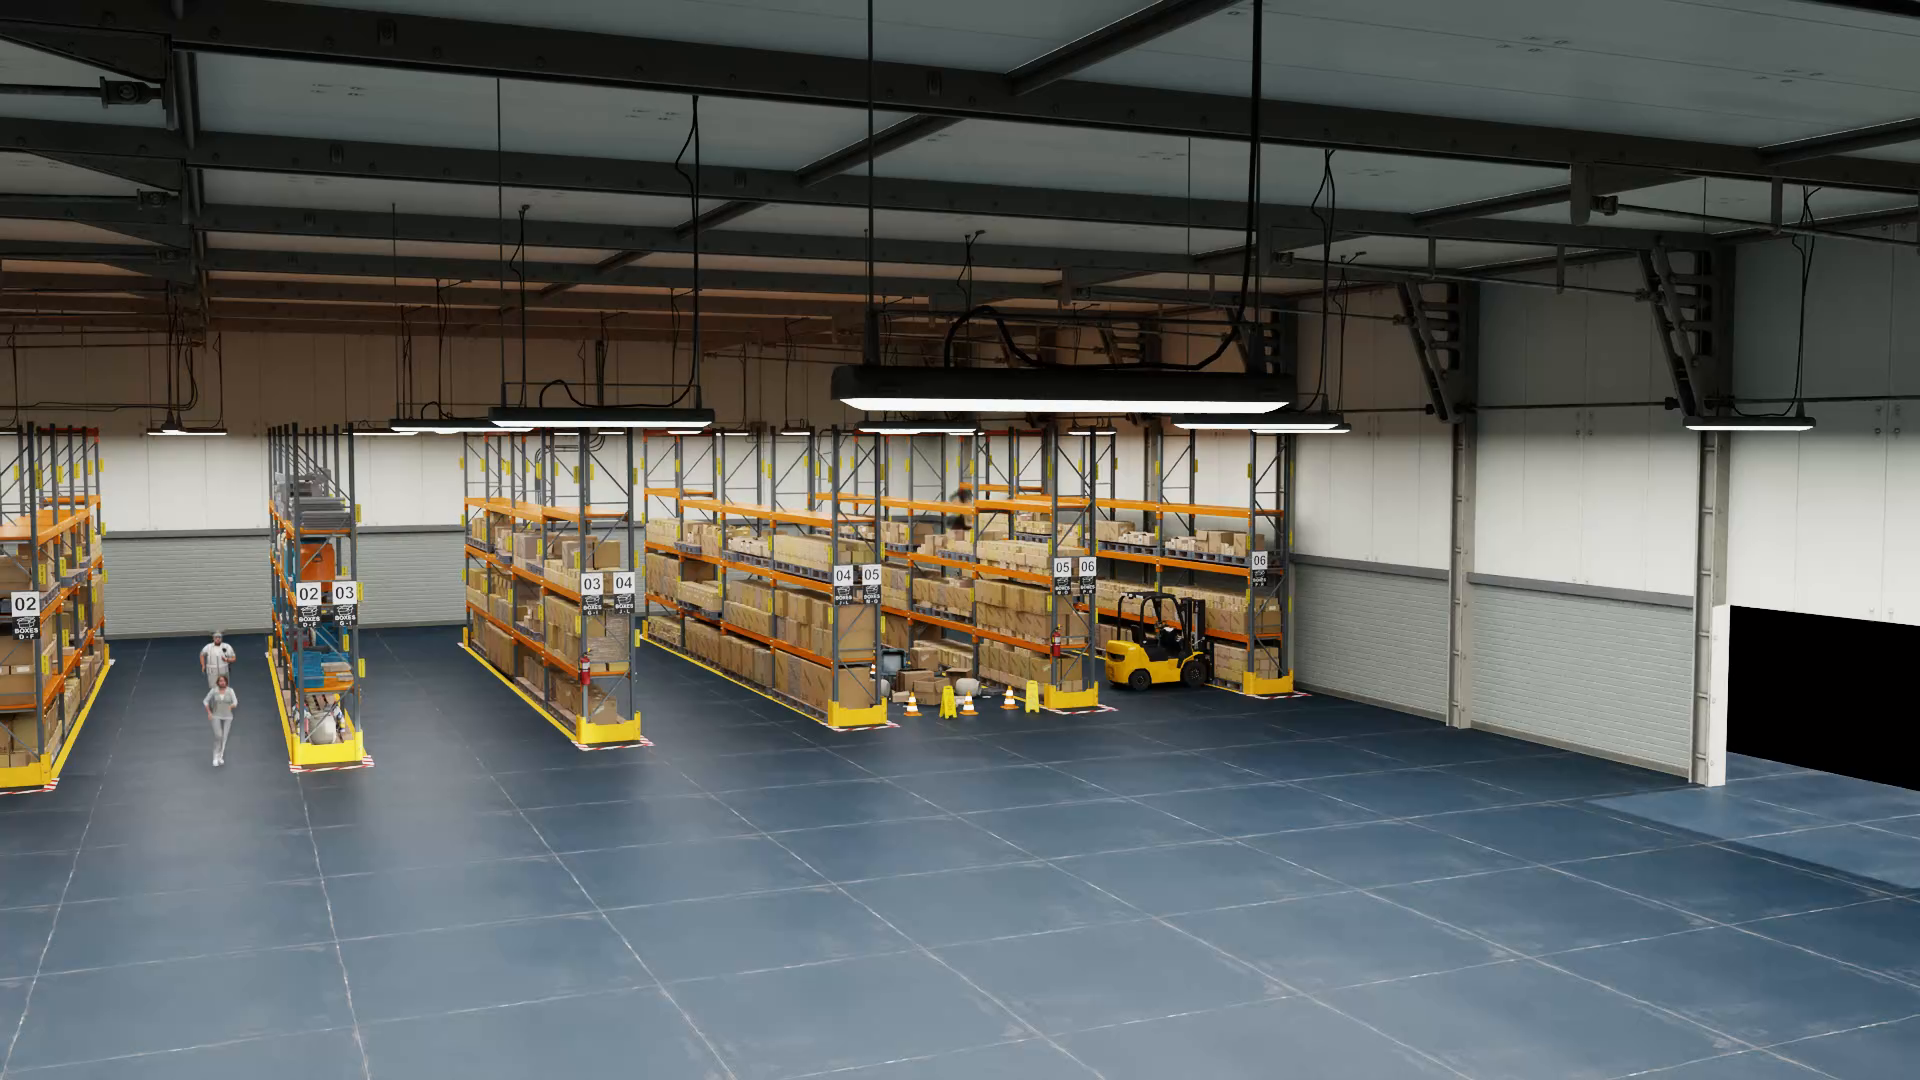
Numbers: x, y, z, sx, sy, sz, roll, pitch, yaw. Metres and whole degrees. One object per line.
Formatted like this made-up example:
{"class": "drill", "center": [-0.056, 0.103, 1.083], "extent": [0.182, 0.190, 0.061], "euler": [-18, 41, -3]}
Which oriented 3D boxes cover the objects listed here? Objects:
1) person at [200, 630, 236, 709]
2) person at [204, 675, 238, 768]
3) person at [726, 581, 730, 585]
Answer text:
{"class": "person", "center": [-15.215, 2.728, 34.118], "extent": [0.662, 1.768, 0.968], "euler": [-2, 4, -28]}
{"class": "person", "center": [-12.935, 3.162, 29.160], "extent": [0.537, 1.598, 0.545], "euler": [-2, 4, -32]}
{"class": "person", "center": [-6.604, 1.994, 47.322], "extent": [0.643, 1.674, 0.576], "euler": [-2, 4, -31]}
